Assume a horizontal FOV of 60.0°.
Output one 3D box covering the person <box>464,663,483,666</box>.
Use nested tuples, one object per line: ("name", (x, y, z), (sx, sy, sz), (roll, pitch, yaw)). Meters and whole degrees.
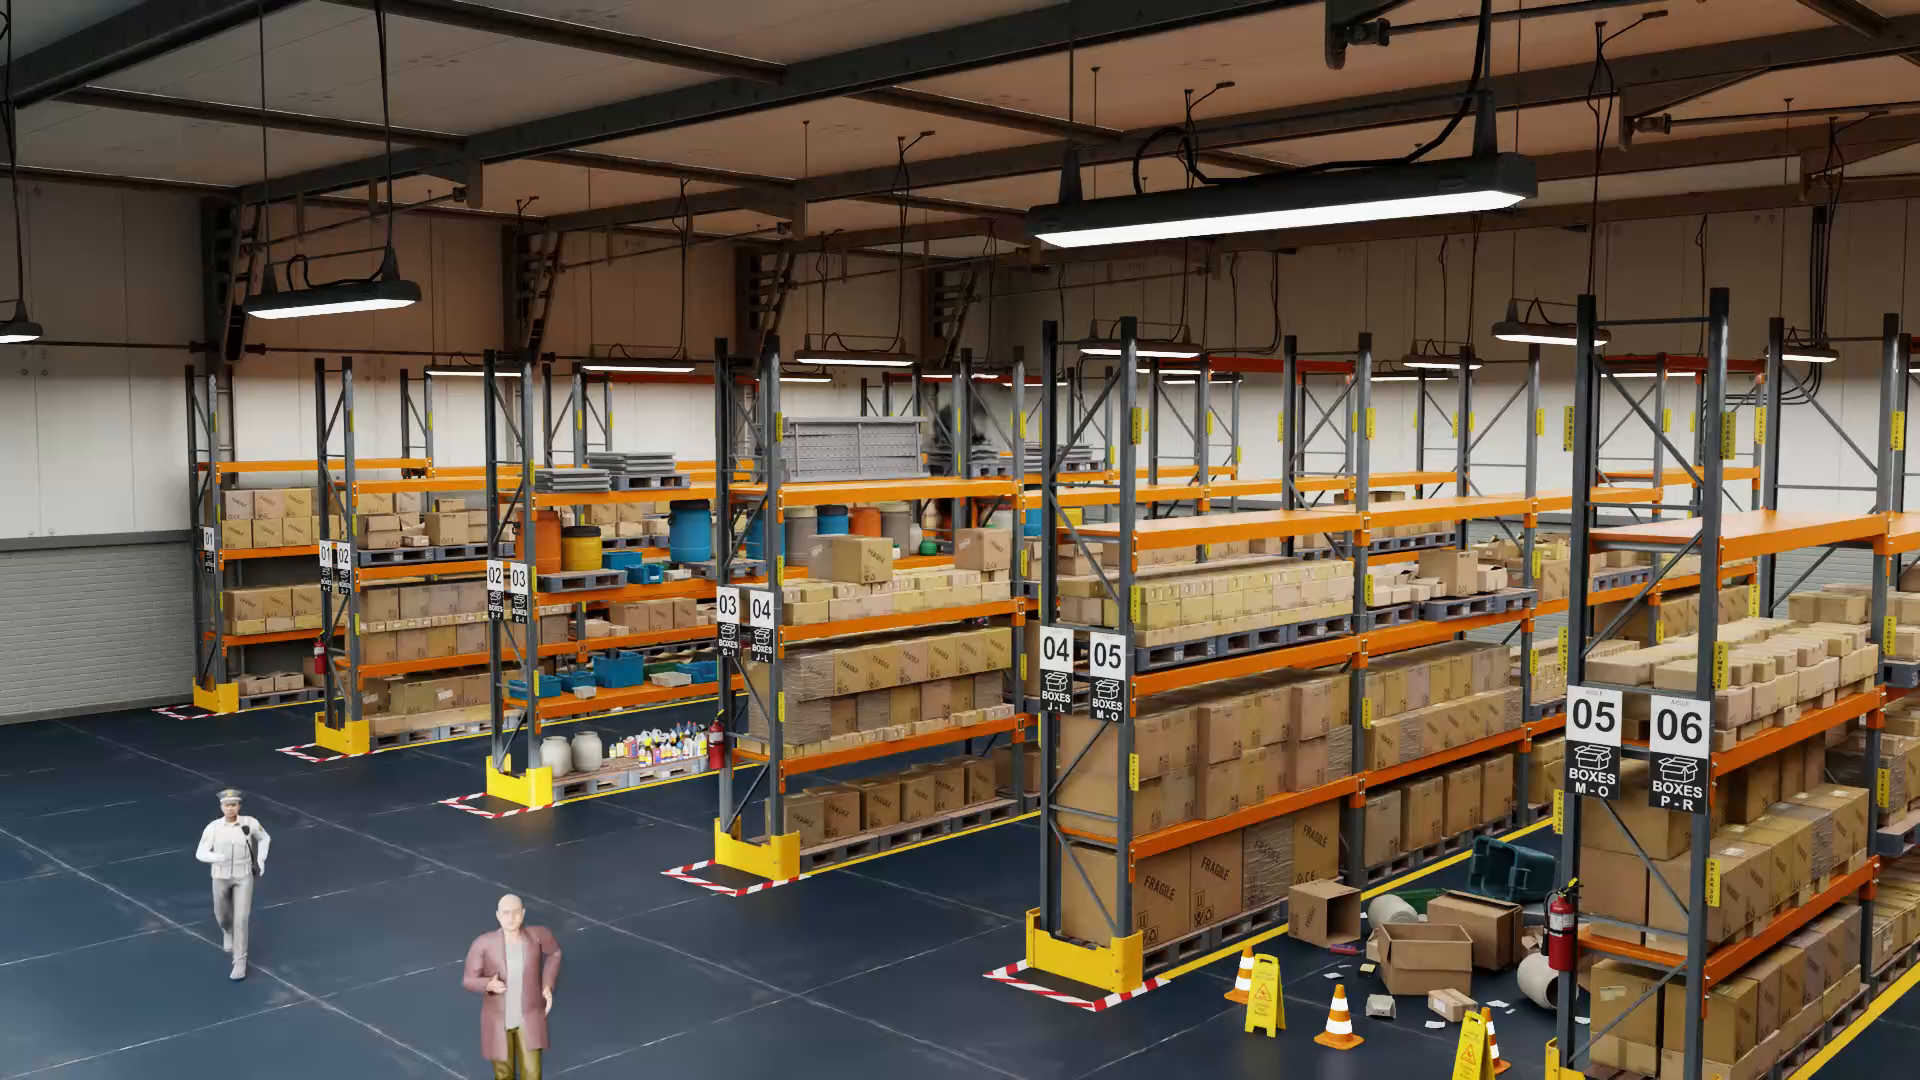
("person", (-8.419, 2.101, 28.868), (0.652, 1.718, 0.648), (3, 5, 30))

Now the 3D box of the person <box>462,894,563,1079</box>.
("person", (-3.115, 3.393, 11.621), (0.685, 1.844, 0.793), (-1, 5, -15))

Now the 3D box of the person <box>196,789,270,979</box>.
("person", (-6.728, 3.124, 15.415), (0.615, 1.674, 0.928), (-1, 5, -19))
